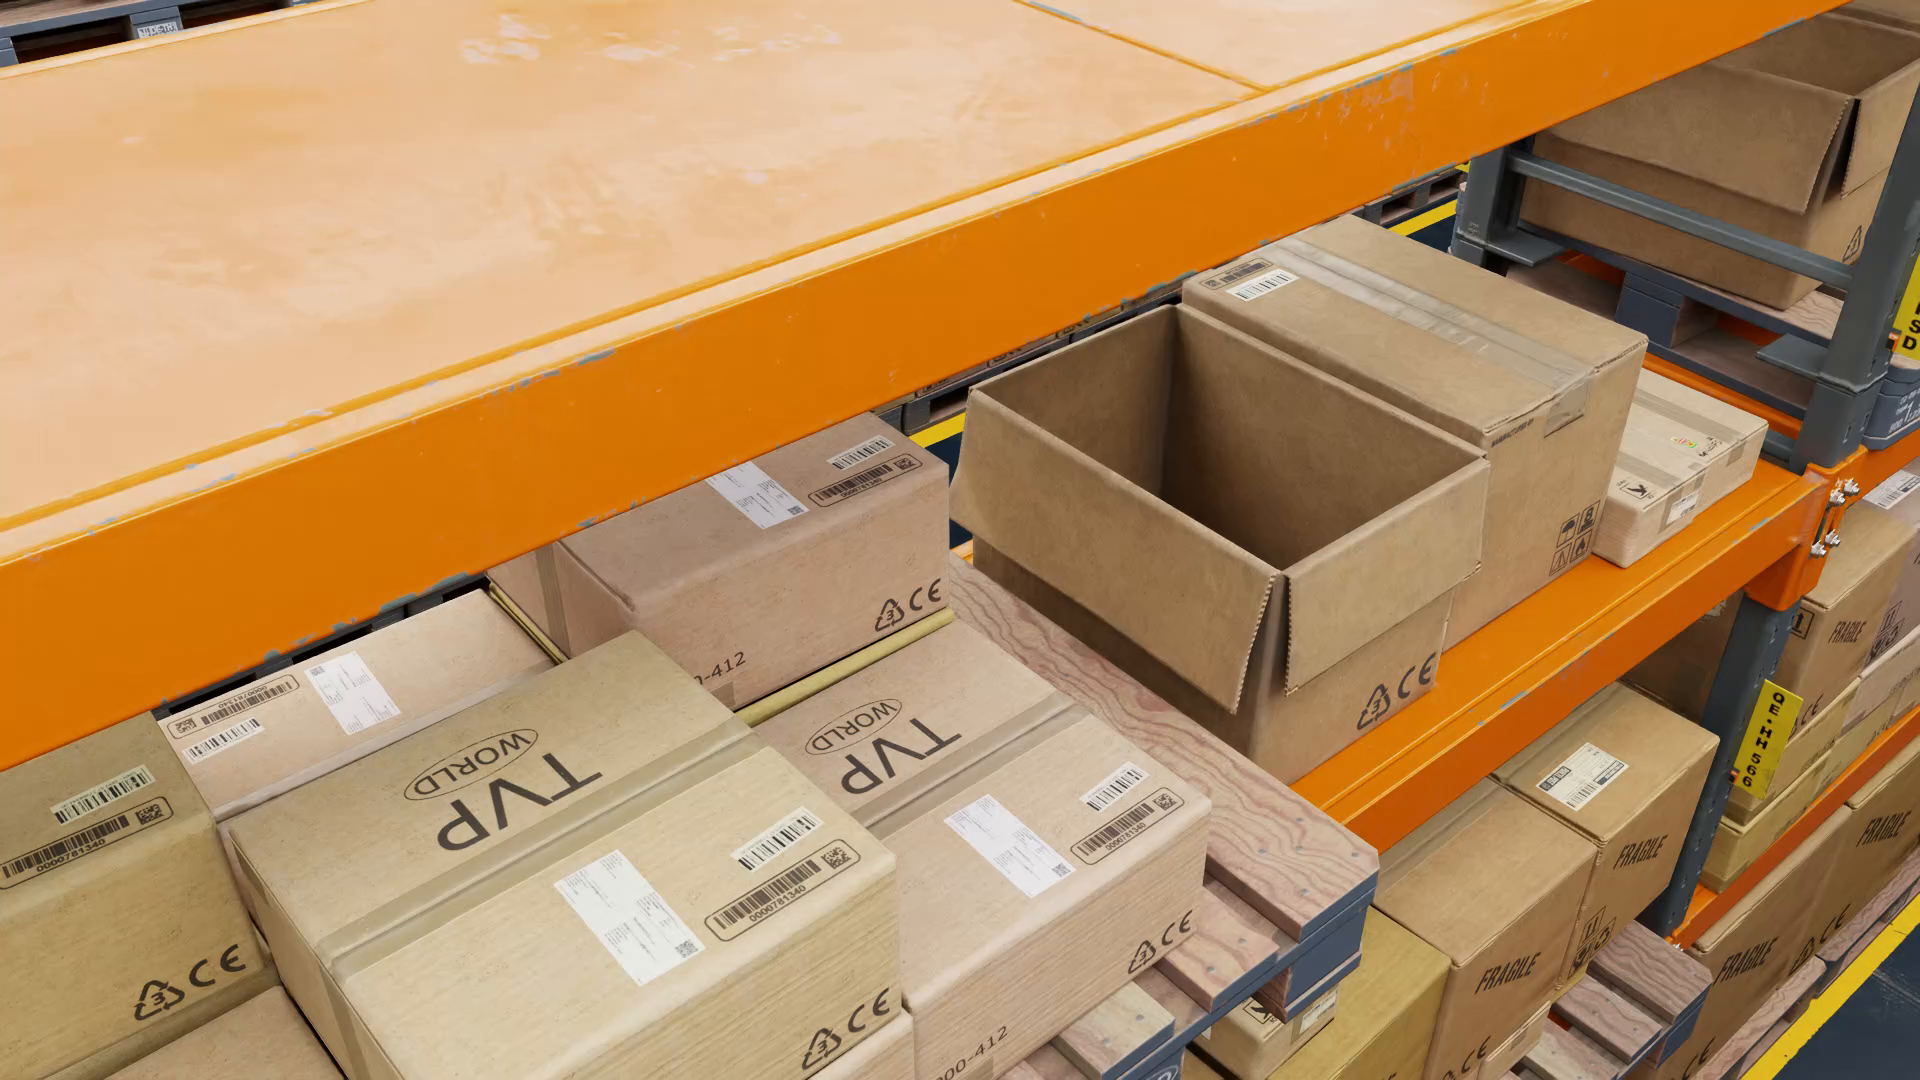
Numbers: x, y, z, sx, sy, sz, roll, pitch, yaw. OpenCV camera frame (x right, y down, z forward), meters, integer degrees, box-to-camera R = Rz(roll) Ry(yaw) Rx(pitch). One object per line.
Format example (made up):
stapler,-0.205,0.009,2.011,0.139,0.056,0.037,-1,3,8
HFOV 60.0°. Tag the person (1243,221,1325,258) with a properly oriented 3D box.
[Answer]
person,1.748,-1.490,8.750,1.166,1.715,0.618,-25,42,-31
